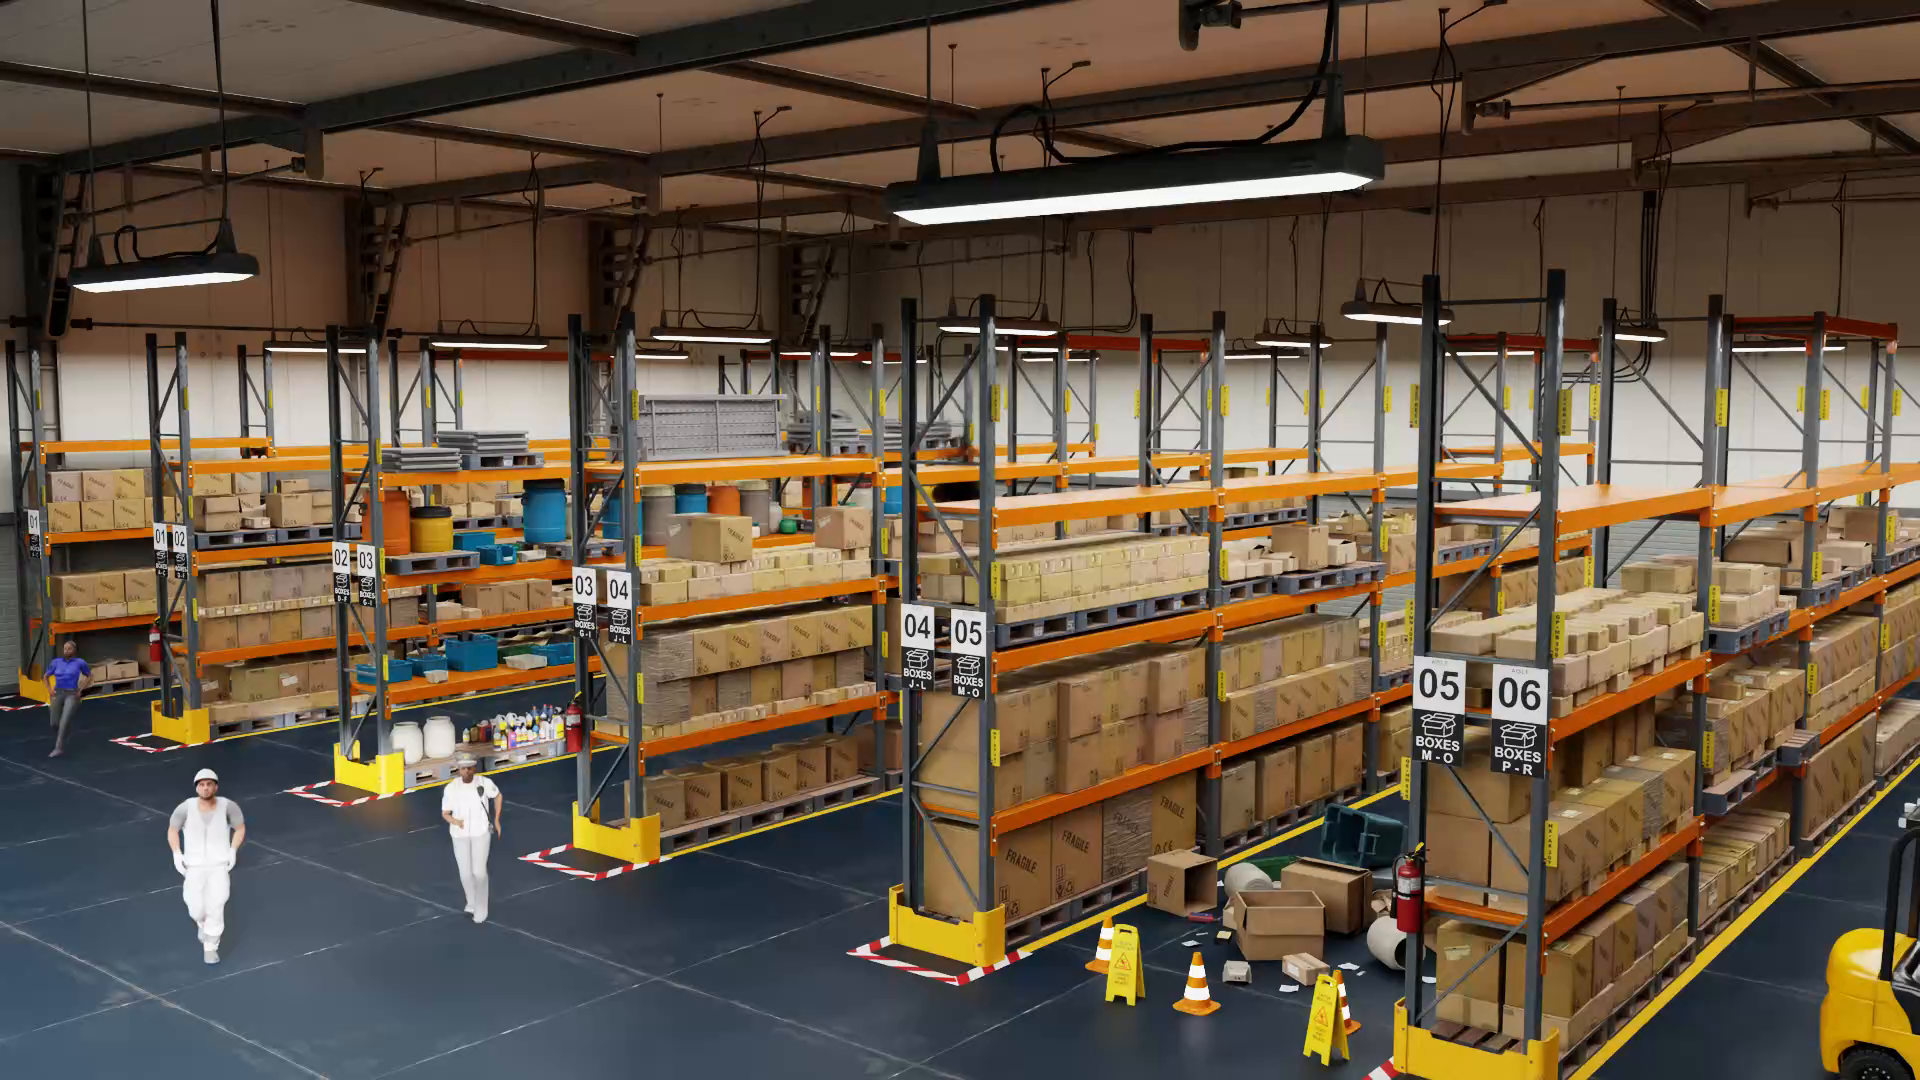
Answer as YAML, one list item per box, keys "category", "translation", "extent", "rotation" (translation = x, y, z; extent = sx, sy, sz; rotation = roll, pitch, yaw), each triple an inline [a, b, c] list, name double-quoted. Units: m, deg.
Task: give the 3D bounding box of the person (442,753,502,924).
- category: "person"
  translation: [-4.735, 2.880, 16.134]
  extent: [0.537, 1.696, 0.772]
  rotation: [-1, 5, -9]

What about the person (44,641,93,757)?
- category: "person"
  translation: [-12.756, 2.284, 23.797]
  extent: [0.605, 1.522, 0.653]
  rotation: [-1, 5, -16]

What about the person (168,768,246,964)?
- category: "person"
  translation: [-6.853, 2.937, 15.152]
  extent: [0.648, 1.748, 0.572]
  rotation: [-2, 5, -20]
